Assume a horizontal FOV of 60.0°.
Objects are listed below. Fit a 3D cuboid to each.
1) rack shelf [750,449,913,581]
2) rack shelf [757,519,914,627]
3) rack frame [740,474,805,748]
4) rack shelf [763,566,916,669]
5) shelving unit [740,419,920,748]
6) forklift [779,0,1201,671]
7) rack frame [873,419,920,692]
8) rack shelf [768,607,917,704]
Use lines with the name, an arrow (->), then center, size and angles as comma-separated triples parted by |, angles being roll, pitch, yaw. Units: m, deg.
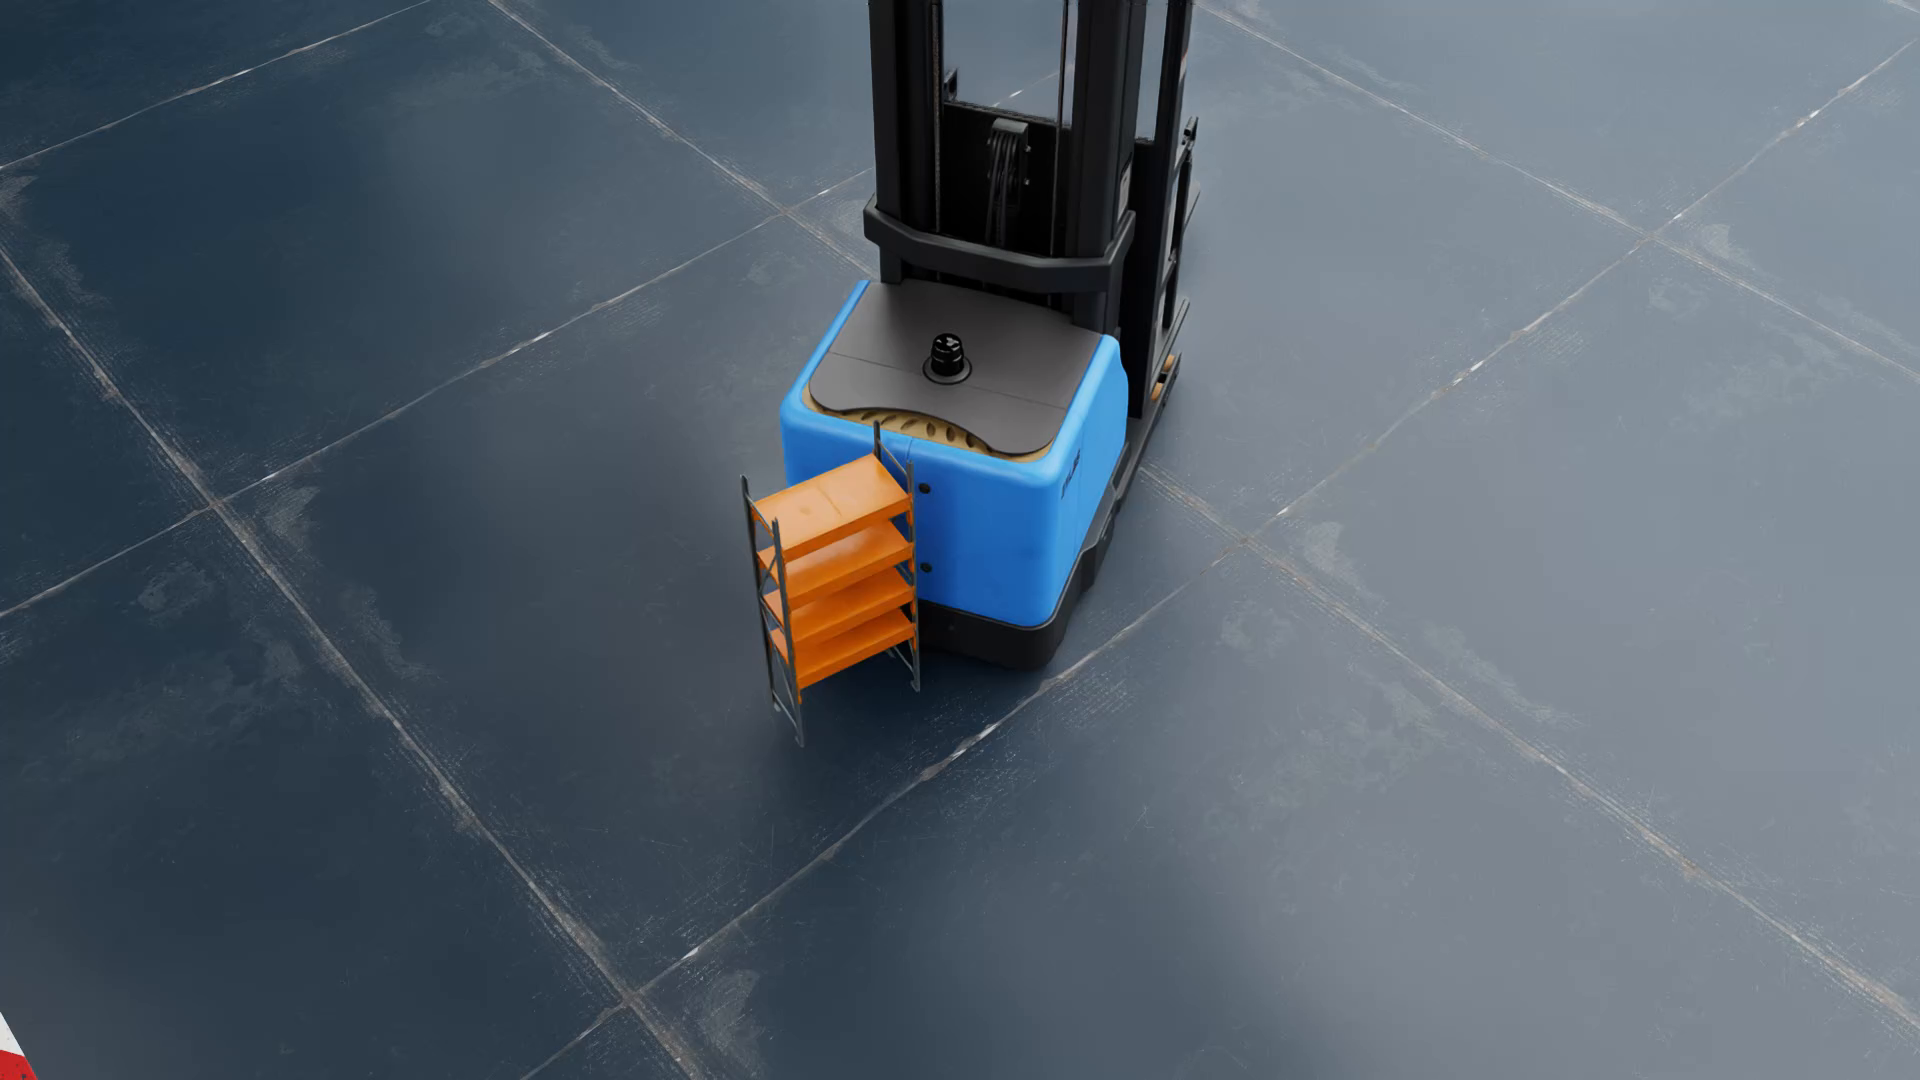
rack shelf -> -0.426, -0.087, 5.479 | 0.480, 0.148, 0.258 | -24, 52, -21
rack shelf -> -0.426, 0.074, 5.653 | 0.480, 0.148, 0.258 | -24, 52, -21
rack frame -> -0.634, 0.274, 5.681 | 0.015, 1.200, 0.240 | -24, 52, -21
rack shelf -> -0.426, 0.226, 5.817 | 0.480, 0.148, 0.258 | -24, 52, -21
shelving unit -> -0.426, 0.180, 5.768 | 0.503, 1.200, 0.258 | -24, 52, -21
forklift -> 0.333, -1.613, 6.244 | 1.130, 2.935, 3.031 | 15, 49, 13
rack frame -> -0.218, 0.086, 5.854 | 0.015, 1.200, 0.240 | -24, 52, -21
rack shelf -> -0.426, 0.360, 5.963 | 0.480, 0.148, 0.258 | -24, 52, -21
